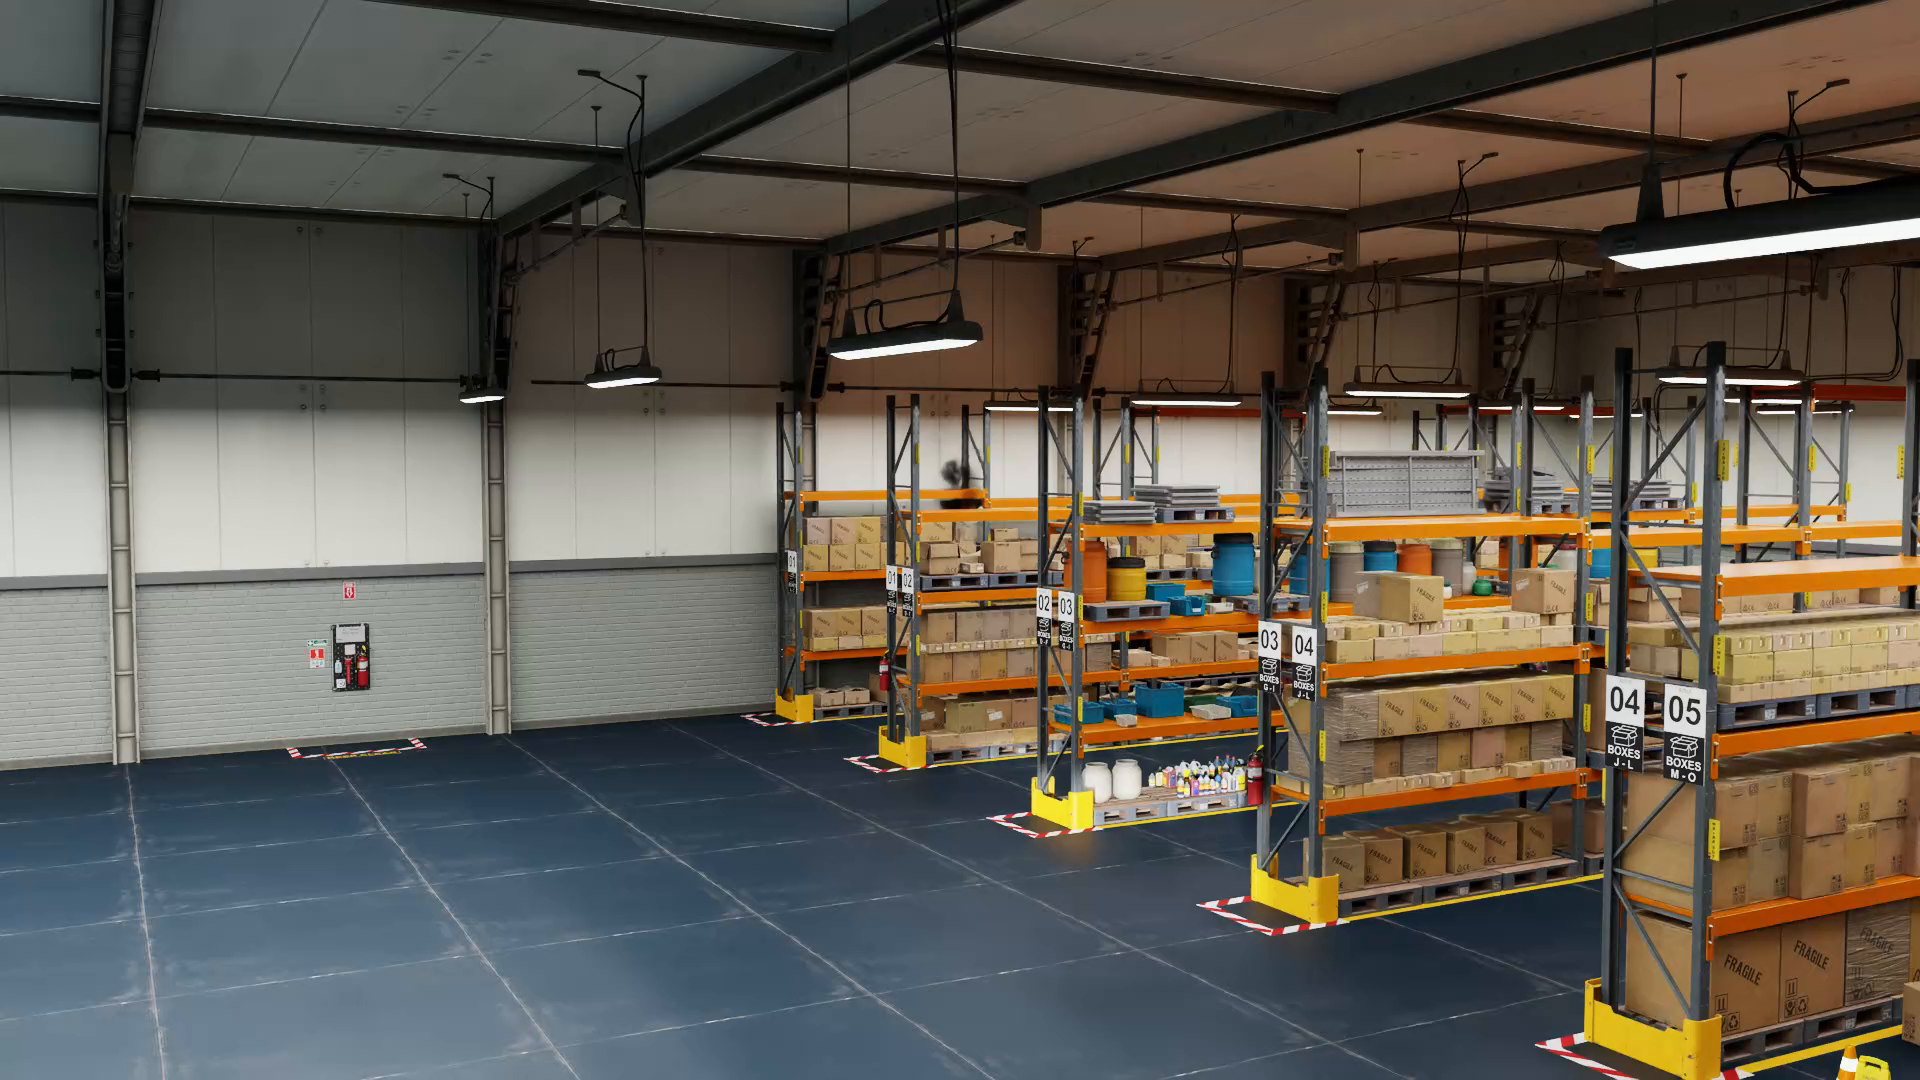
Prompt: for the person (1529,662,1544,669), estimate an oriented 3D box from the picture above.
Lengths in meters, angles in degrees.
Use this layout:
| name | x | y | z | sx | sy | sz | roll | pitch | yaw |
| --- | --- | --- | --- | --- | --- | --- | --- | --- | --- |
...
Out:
| name | x | y | z | sx | sy | sz | roll | pitch | yaw |
| --- | --- | --- | --- | --- | --- | --- | --- | --- | --- |
| person | 10.905 | 2.560 | 30.928 | 0.589 | 1.722 | 0.711 | -3 | 4 | -41 |
